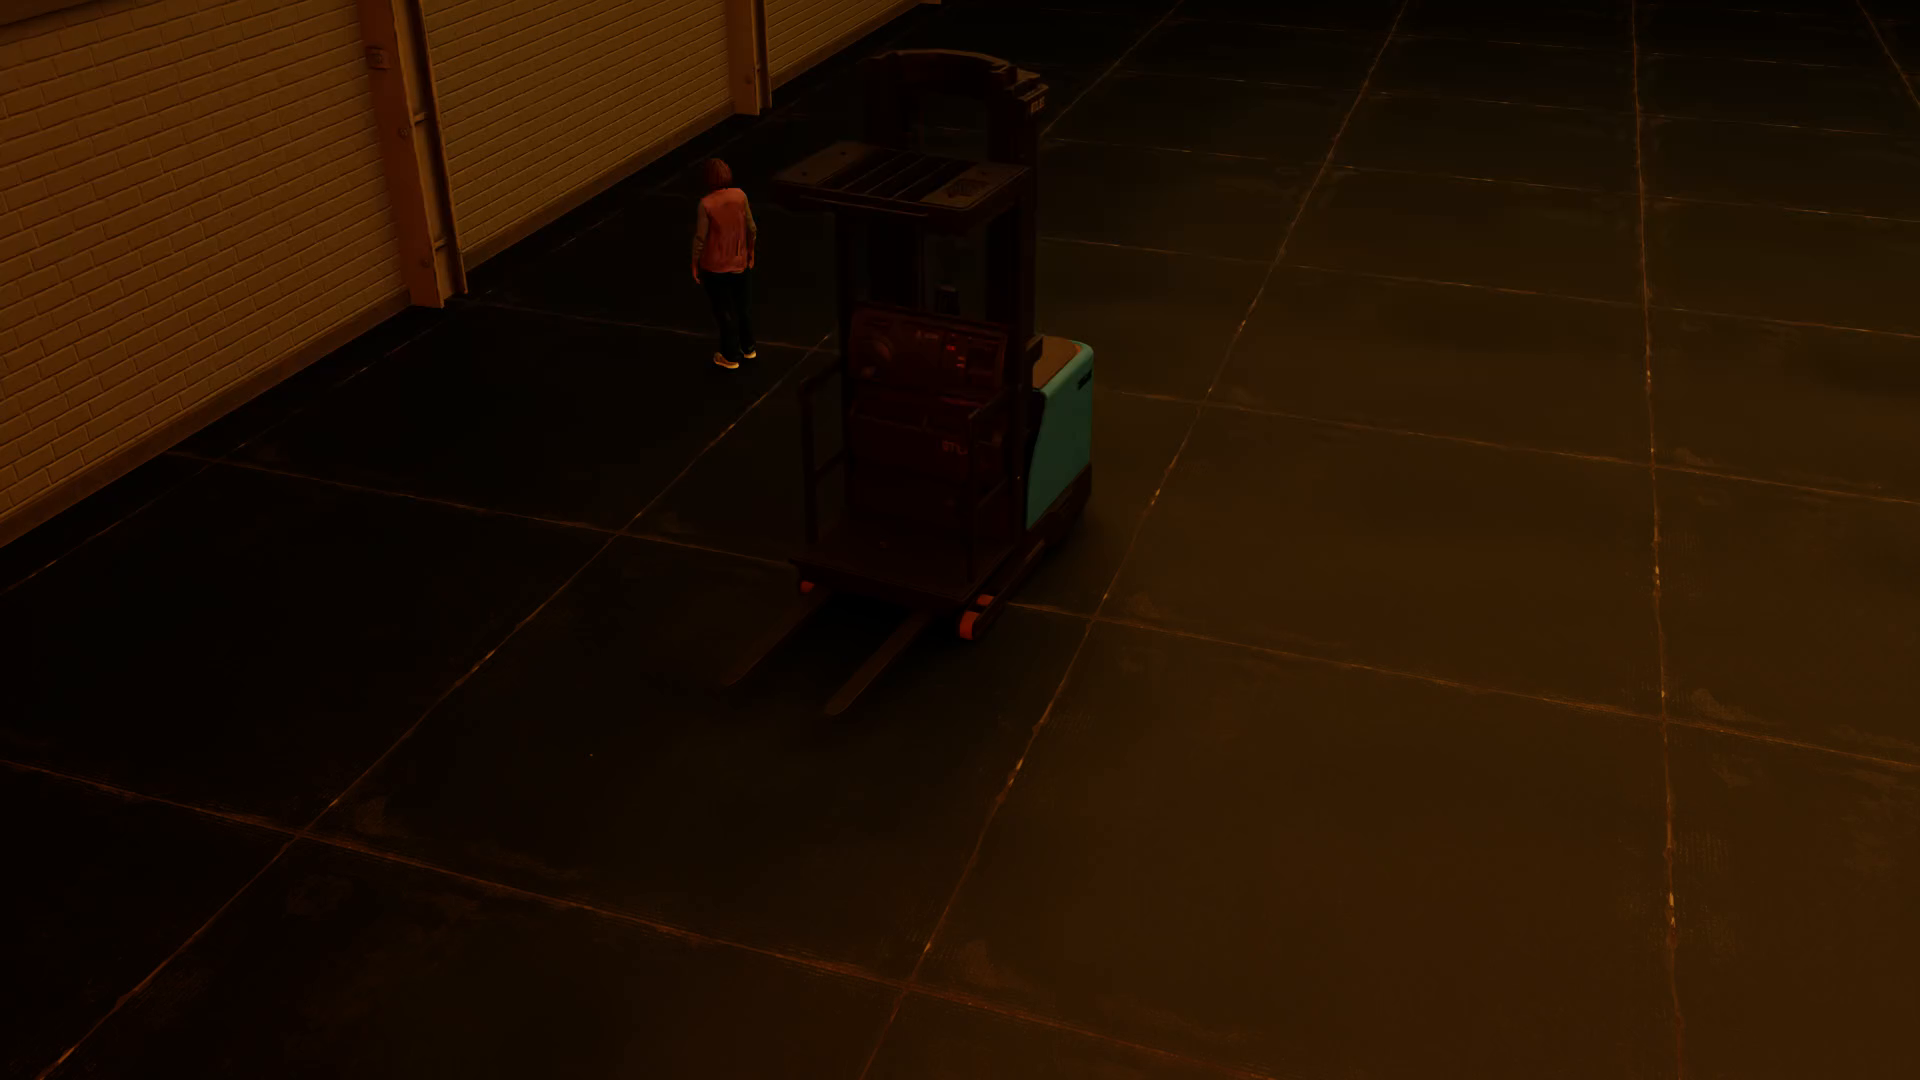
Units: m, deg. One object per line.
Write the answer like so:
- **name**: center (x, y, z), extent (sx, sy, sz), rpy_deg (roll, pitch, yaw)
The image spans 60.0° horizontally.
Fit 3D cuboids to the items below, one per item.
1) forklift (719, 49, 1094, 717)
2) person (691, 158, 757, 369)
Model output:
- **forklift**: center (-0.267, -0.965, 8.829), extent (1.130, 2.935, 3.031), rpy_deg (13, 32, 22)
- **person**: center (-1.716, -2.003, 11.983), extent (0.520, 1.597, 0.474), rpy_deg (-17, 34, -27)
